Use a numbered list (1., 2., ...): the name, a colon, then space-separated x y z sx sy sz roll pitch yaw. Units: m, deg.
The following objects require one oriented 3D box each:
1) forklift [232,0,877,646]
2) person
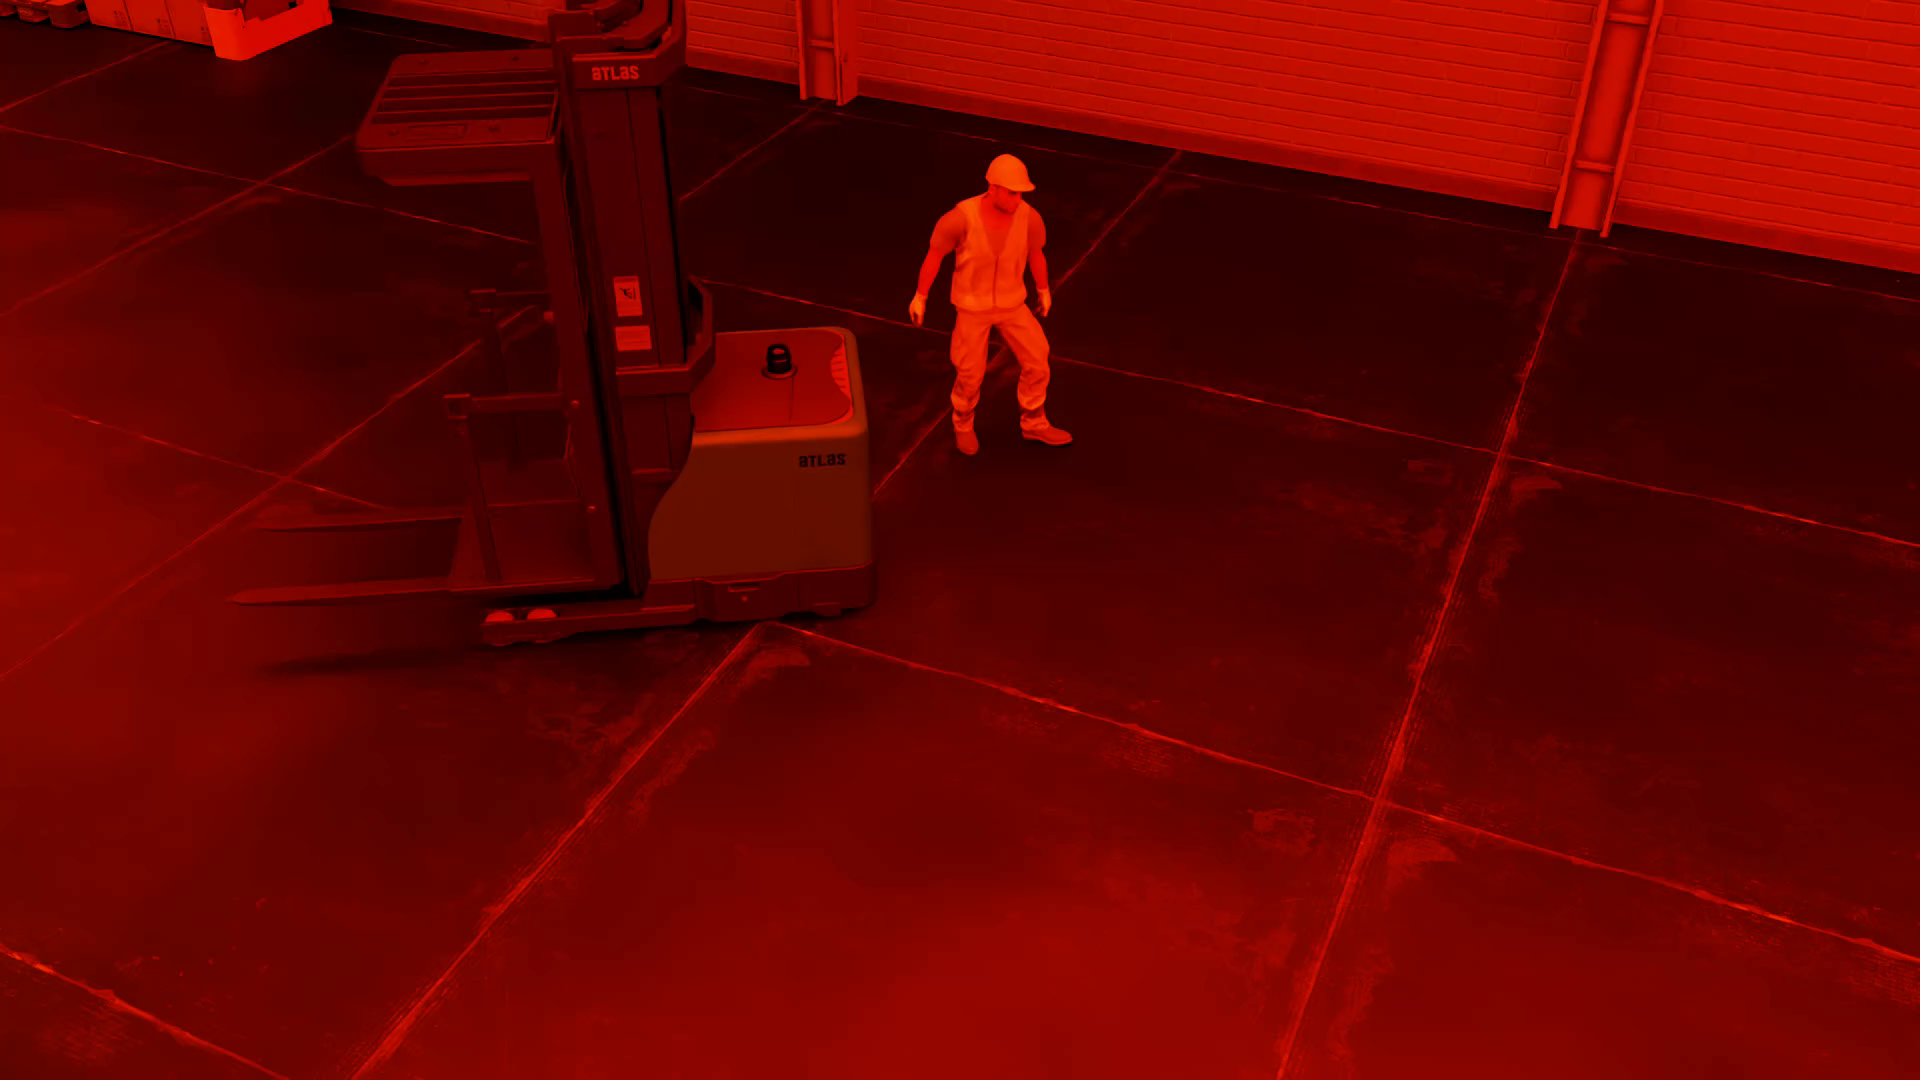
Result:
1. forklift: -1.958 -1.014 7.508 3.031 2.935 1.130 -4 36 -5
2. person: 0.181 -1.237 8.859 0.879 1.749 0.454 -8 36 -11
